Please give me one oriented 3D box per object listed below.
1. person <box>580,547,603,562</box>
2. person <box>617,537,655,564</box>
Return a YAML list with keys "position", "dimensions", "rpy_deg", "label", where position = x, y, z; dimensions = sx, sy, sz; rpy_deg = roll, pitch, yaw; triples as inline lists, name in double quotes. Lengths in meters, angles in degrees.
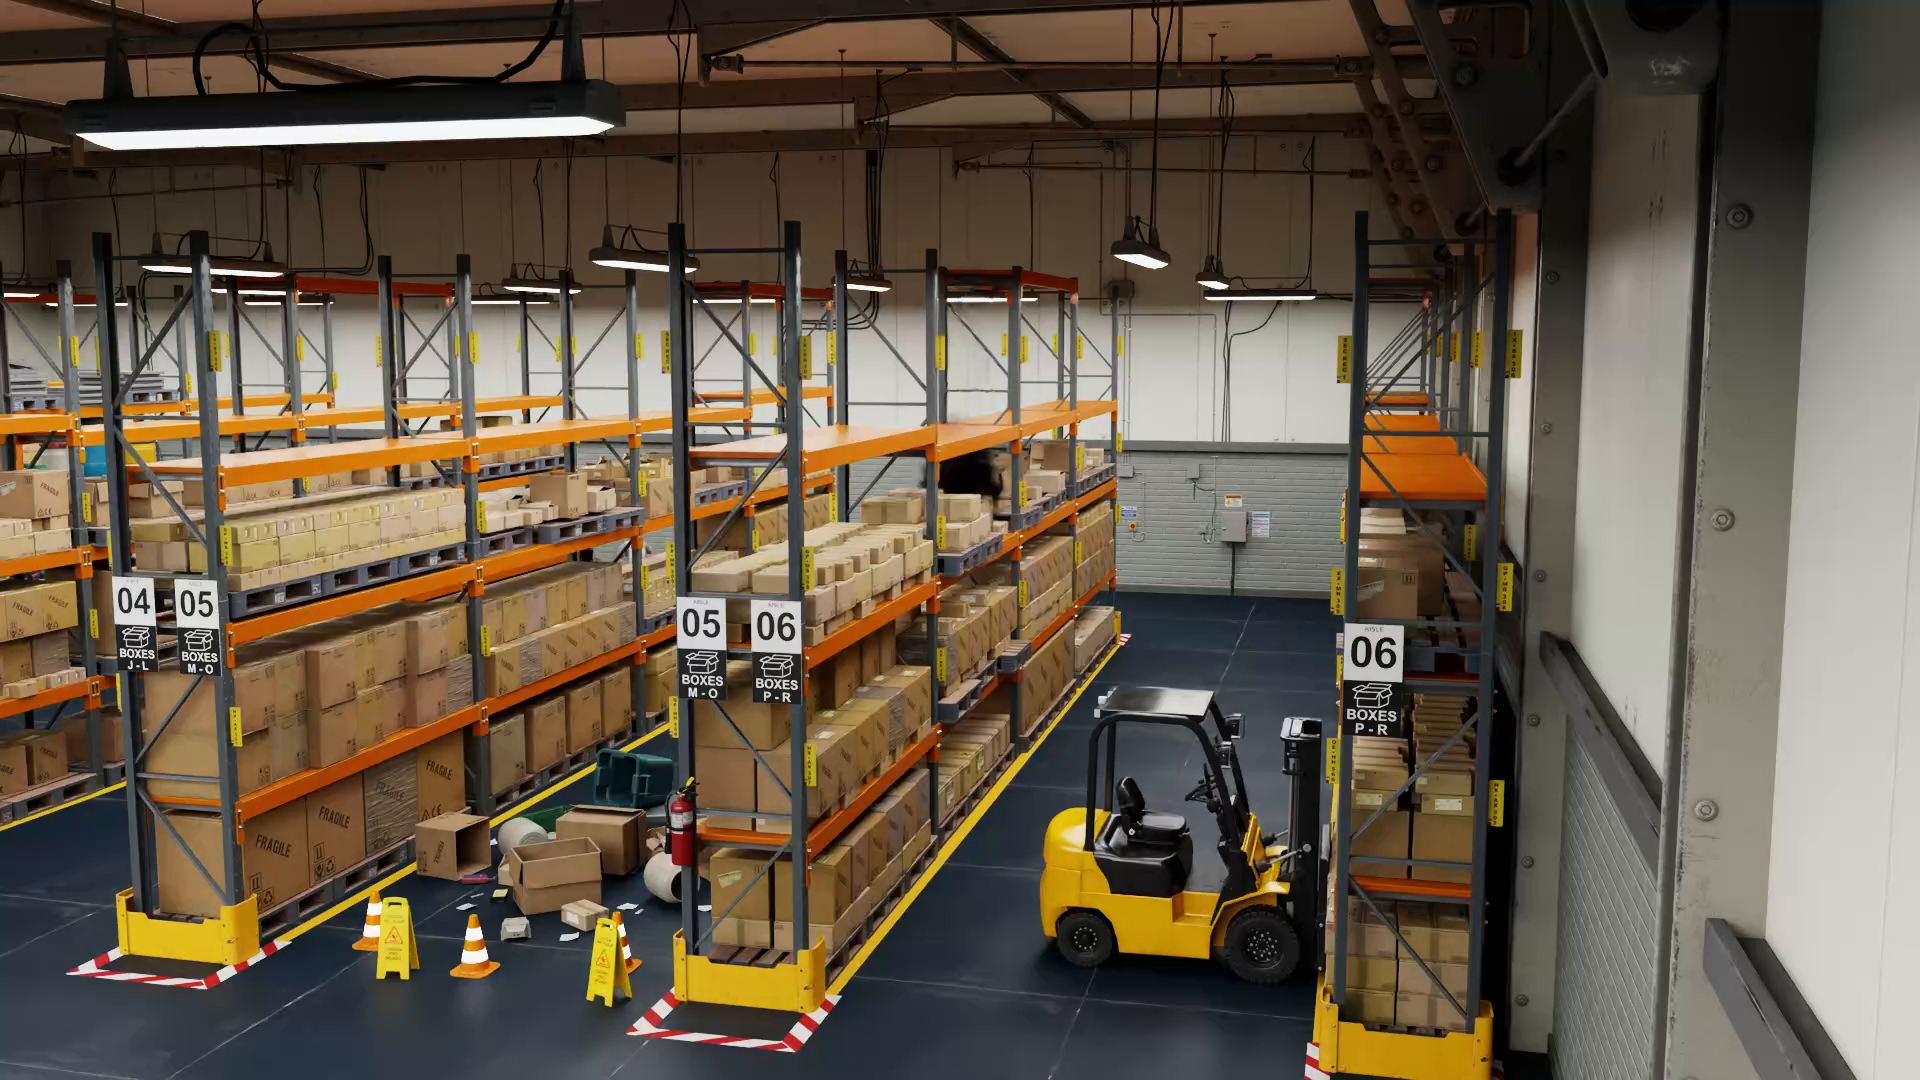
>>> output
- position: [-7.170, 0.512, 31.494]
  dimensions: [0.677, 1.673, 0.677]
  rpy_deg: [3, 7, 20]
  label: "person"
- position: [-5.938, 0.601, 30.483]
  dimensions: [0.763, 1.744, 0.672]
  rpy_deg: [-4, 8, -28]
  label: "person"
